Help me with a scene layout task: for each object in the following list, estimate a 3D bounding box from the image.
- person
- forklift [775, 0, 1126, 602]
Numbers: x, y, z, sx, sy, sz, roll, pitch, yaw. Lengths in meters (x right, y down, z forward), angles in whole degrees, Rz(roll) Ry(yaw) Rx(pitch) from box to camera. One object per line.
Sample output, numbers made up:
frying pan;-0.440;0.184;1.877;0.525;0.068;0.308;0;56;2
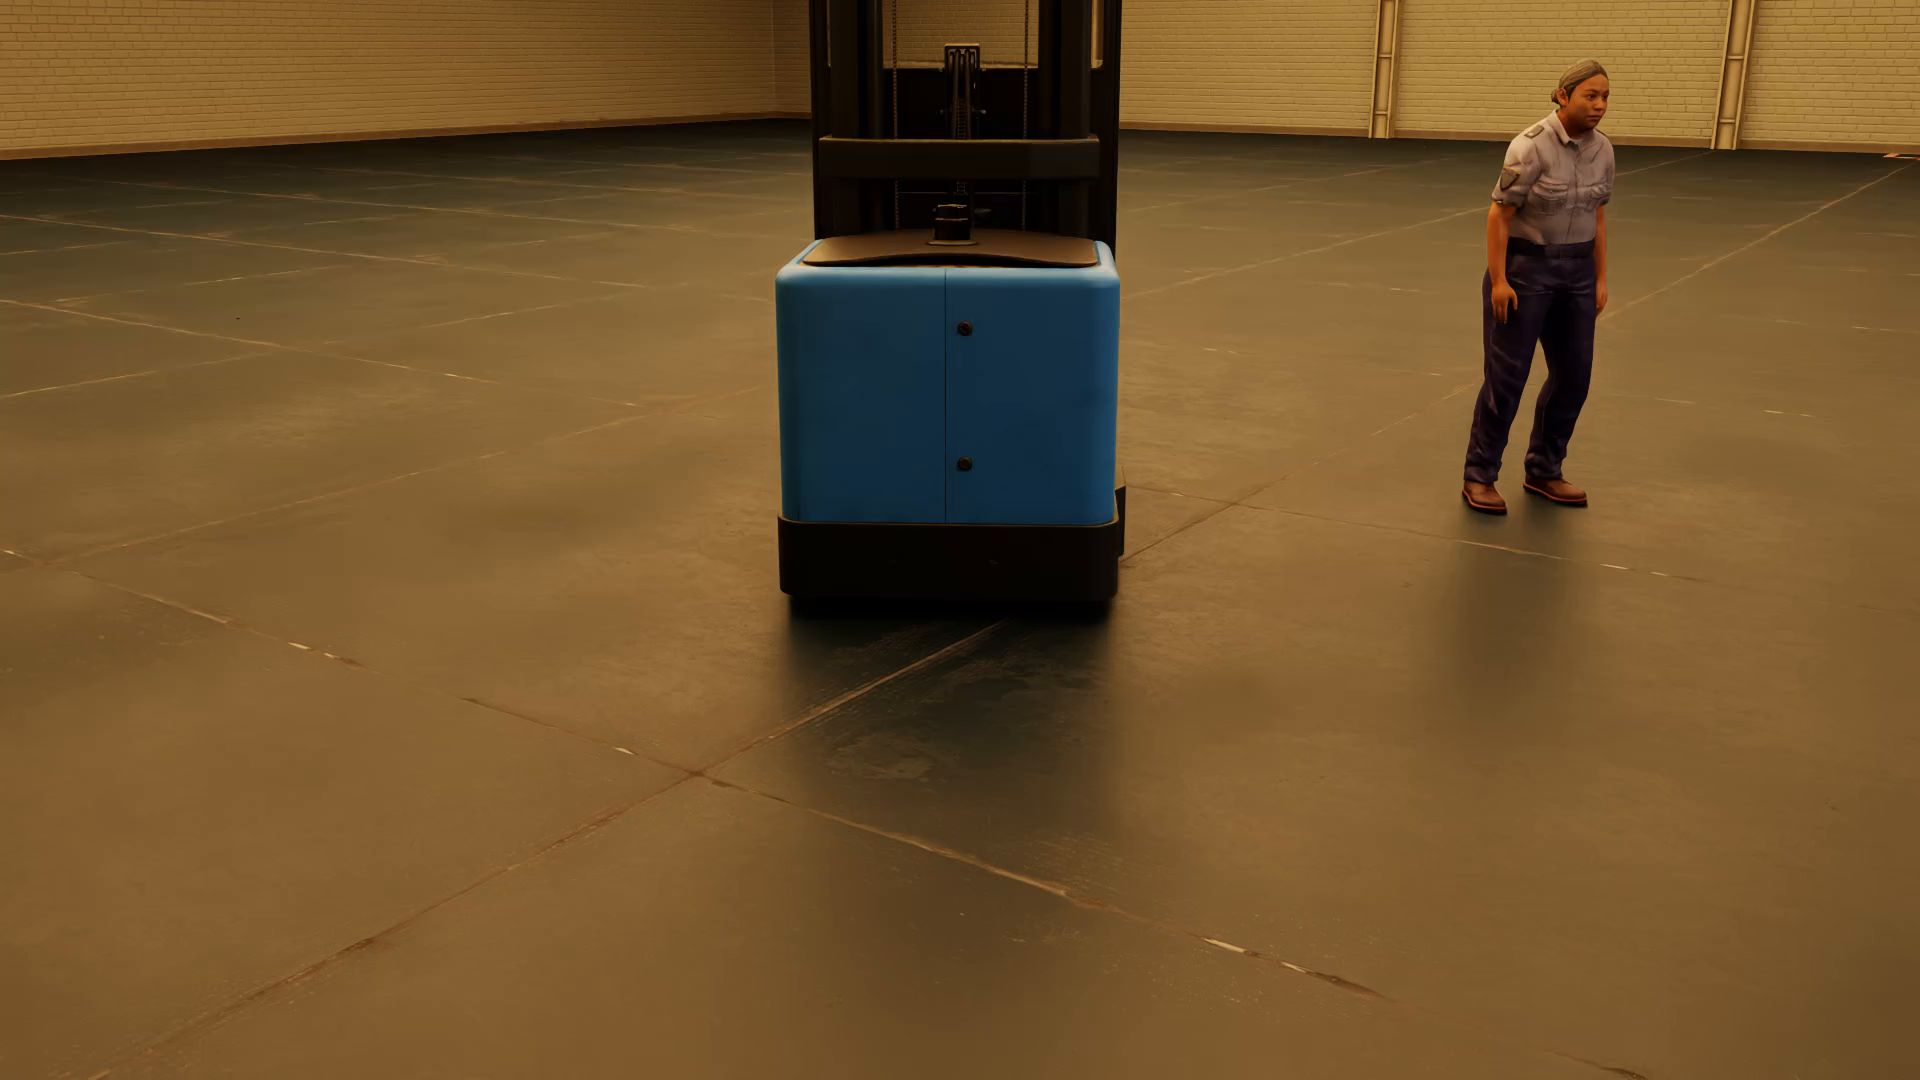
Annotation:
person;2.194;-0.956;6.266;0.566;1.651;0.370;-6;18;-18
forklift;0.031;-1.584;6.131;1.130;2.935;3.031;1;17;3
